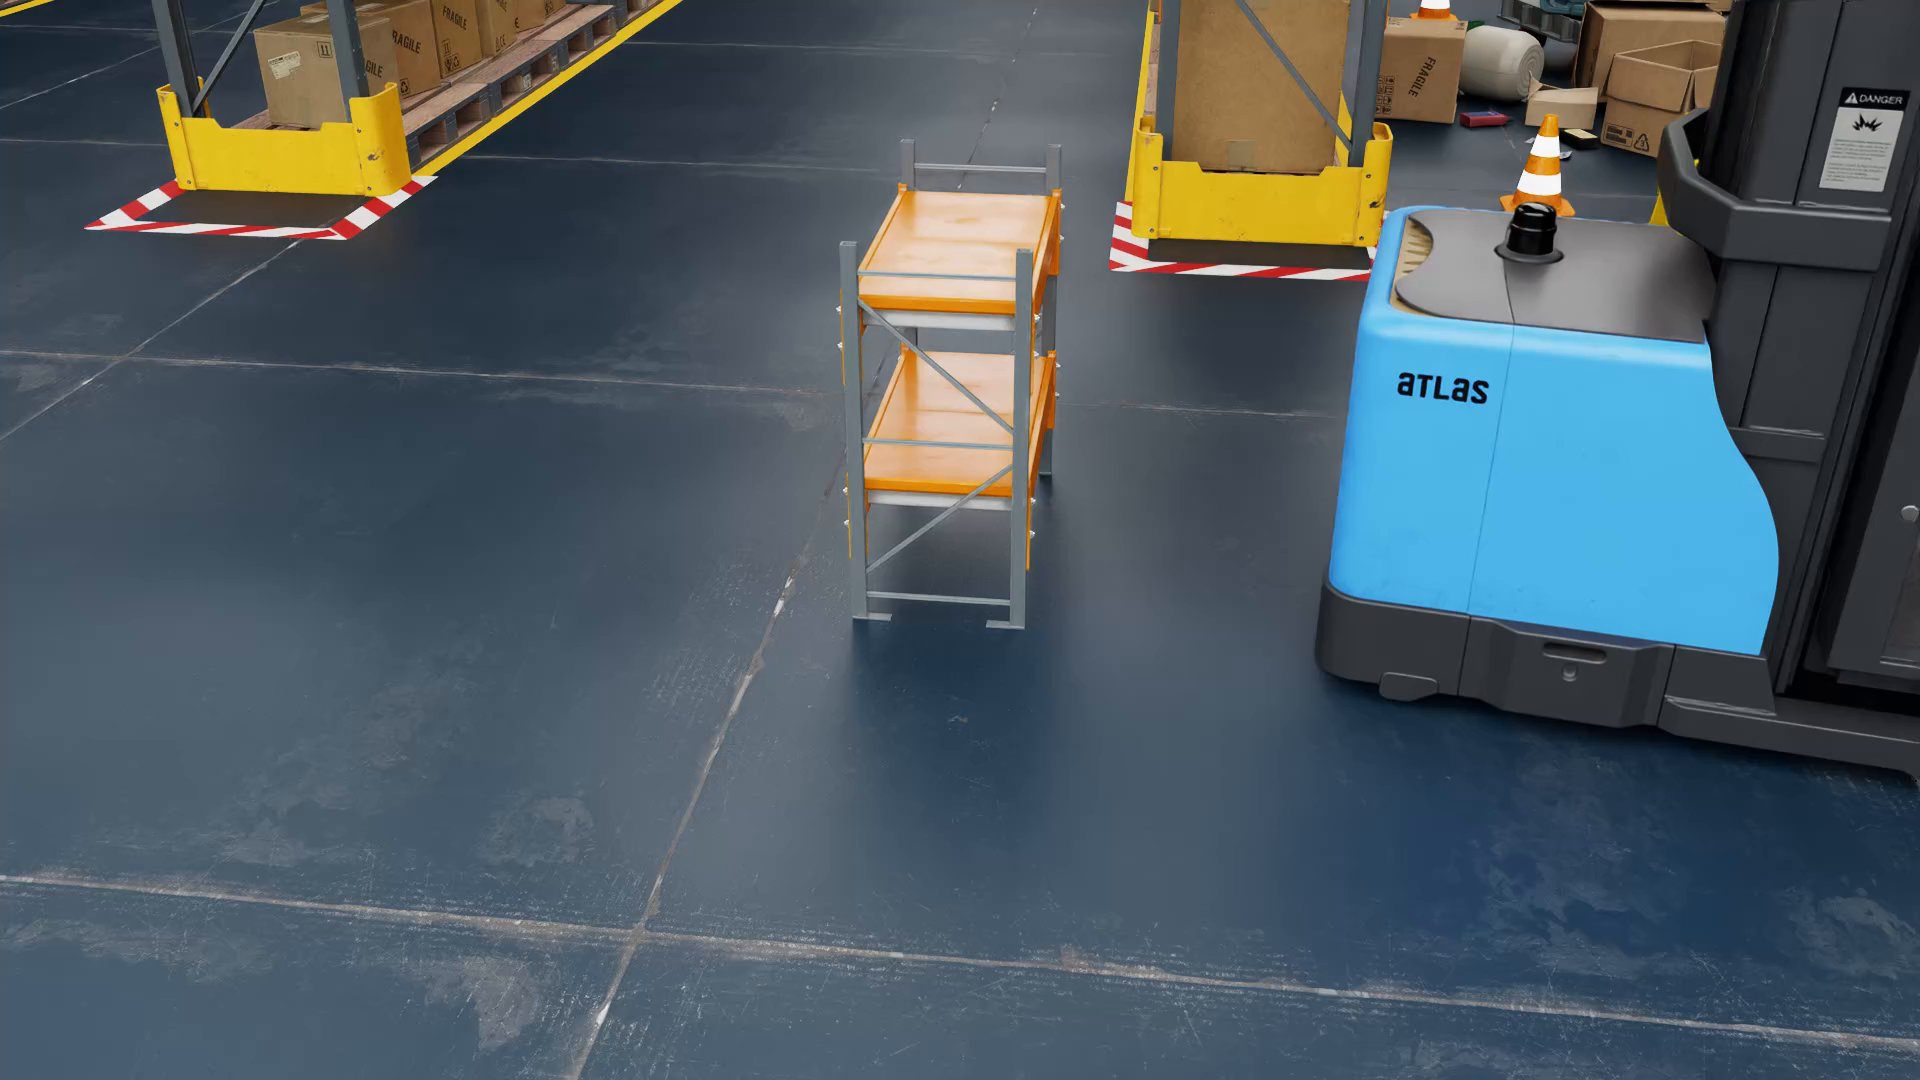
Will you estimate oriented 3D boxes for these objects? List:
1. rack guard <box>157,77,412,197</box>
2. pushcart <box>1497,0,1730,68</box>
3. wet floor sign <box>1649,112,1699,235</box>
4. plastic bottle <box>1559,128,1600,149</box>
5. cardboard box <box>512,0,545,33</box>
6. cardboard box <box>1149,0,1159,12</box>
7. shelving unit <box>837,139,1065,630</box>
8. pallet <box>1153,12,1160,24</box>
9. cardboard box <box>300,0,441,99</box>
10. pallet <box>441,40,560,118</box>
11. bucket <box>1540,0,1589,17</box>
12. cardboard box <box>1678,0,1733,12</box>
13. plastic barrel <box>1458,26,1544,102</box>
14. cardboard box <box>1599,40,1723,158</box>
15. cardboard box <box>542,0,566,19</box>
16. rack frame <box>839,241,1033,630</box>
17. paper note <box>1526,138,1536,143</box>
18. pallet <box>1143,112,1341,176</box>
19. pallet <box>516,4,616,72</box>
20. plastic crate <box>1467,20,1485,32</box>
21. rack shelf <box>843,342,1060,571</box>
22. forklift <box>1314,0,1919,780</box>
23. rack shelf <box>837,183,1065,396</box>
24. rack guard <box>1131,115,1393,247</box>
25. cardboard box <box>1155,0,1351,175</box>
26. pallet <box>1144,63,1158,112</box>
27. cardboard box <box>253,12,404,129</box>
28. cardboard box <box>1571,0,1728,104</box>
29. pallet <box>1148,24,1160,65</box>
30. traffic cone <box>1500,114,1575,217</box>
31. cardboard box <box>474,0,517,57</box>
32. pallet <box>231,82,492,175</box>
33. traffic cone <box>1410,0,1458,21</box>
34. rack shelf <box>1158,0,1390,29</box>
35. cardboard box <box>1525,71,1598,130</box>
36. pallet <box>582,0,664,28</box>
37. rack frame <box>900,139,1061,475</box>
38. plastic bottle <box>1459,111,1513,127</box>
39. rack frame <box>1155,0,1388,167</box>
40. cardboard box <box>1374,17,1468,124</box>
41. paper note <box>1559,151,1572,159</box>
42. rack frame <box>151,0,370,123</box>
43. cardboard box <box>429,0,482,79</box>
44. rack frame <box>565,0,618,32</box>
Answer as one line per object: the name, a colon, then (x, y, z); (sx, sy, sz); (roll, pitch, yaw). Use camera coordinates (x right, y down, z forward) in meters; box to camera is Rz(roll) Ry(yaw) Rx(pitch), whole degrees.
rack guard: (-3.482, -2.090, 8.602); (1.175, 0.500, 0.348); (3, 28, 6)
pushcart: (4.565, -3.416, 11.193); (1.648, 0.377, 0.936); (-6, 29, -11)
wet floor sign: (3.380, -1.654, 7.639); (0.267, 0.644, 0.232); (-1, 28, -3)
plastic bottle: (3.491, -2.280, 9.419); (0.133, 0.061, 0.283); (-6, 29, -11)
cardboard box: (-3.153, -3.666, 11.085); (0.500, 0.500, 0.500); (13, 31, 22)
cardboard box: (1.895, -4.194, 11.801); (1.050, 0.750, 0.750); (3, 28, 6)
shelving unit: (0.001, -0.498, 4.989); (0.538, 1.125, 1.048); (3, 28, 6)
pallet: (1.928, -3.842, 12.158); (1.003, 0.211, 1.213); (3, 28, 6)
cardboard box: (-3.359, -2.816, 9.506); (0.500, 0.500, 0.500); (11, 30, 19)
pallet: (-3.196, -2.916, 10.440); (1.003, 0.211, 1.213); (3, 28, 6)
bucket: (4.180, -3.732, 10.863); (0.726, 0.611, 0.620); (14, 21, 24)
cardboard box: (5.063, -3.784, 10.948); (0.500, 0.500, 0.500); (3, 28, 6)
plastic barrel: (3.292, -2.944, 10.269); (0.421, 0.421, 0.512); (-24, 36, -37)
cardboard box: (4.046, -2.454, 9.274); (0.797, 0.503, 0.637); (-17, 33, -29)
cardboard box: (-3.090, -3.936, 11.586); (0.500, 0.500, 0.500); (3, 28, 5)
rack frame: (-0.061, -0.259, 4.545); (0.500, 1.125, 0.032); (3, 28, 6)
paper note: (3.252, -2.275, 9.463); (0.032, 0.001, 0.123); (20, 34, 32)
pallet: (1.439, -1.972, 8.688); (1.003, 0.211, 1.213); (3, 28, 6)
pallet: (-3.049, -3.492, 11.509); (1.003, 0.211, 1.213); (3, 28, 6)
plastic crate: (3.187, -3.331, 11.175); (0.450, 0.188, 0.662); (9, 28, 37)
rack shelf: (0.001, -0.283, 5.105); (0.538, 0.278, 1.000); (3, 28, 6)
forklift: (2.536, -0.903, 3.836); (3.031, 2.935, 1.130); (8, 29, 15)
rack shelf: (0.001, -0.756, 4.850); (0.538, 0.278, 1.000); (3, 28, 6)
rack guard: (1.416, -1.707, 7.892); (1.175, 0.500, 0.348); (3, 28, 6)
cardboard box: (1.436, -2.391, 8.324); (0.875, 0.875, 0.875); (4, 29, 6)
pallet: (1.591, -2.545, 9.751); (1.003, 0.211, 1.213); (3, 28, 6)
cardboard box: (-3.399, -2.532, 8.980); (0.500, 0.500, 0.500); (9, 30, 16)
cardboard box: (4.153, -2.954, 10.060); (0.797, 0.637, 0.503); (3, 28, 6)
pallet: (1.738, -3.121, 10.820); (1.003, 0.211, 1.213); (3, 28, 6)
traffic cone: (2.893, -1.870, 8.232); (0.336, 0.463, 0.334); (3, 28, 6)
cardboard box: (-3.151, -3.369, 10.534); (0.500, 0.500, 0.500); (1, 28, 2)
pallet: (-3.348, -2.343, 9.377); (1.003, 0.211, 1.213); (3, 28, 6)
traffic cone: (3.572, -4.128, 12.425); (0.336, 0.463, 0.334); (3, 28, 6)
rack shelf: (1.664, -3.444, 9.238); (1.077, 0.370, 4.000); (3, 28, 6)
cardboard box: (3.526, -2.582, 9.763); (0.396, 0.266, 0.258); (8, 29, 15)
pallet: (-2.908, -4.177, 12.780); (1.003, 0.211, 1.213); (3, 28, 6)
rack frame: (0.063, -0.738, 5.433); (0.500, 1.125, 0.032); (3, 28, 6)
plastic bottle: (3.100, -2.478, 9.785); (0.283, 0.061, 0.133); (-6, 29, -11)
rack frame: (1.418, -2.819, 7.320); (1.000, 3.000, 0.127); (3, 28, 6)
cardboard box: (2.737, -2.812, 9.940); (0.500, 0.500, 0.500); (8, 29, 15)
paper note: (3.290, -2.131, 9.175); (0.144, 0.017, 0.142); (14, 31, 24)
rack frame: (-3.492, -3.155, 7.943); (1.000, 3.000, 0.127); (3, 28, 6)
cardboard box: (-3.264, -3.109, 10.051); (0.500, 0.500, 0.500); (6, 29, 11)
rack frame: (-3.002, -5.038, 11.438); (1.000, 3.000, 0.127); (3, 28, 6)
